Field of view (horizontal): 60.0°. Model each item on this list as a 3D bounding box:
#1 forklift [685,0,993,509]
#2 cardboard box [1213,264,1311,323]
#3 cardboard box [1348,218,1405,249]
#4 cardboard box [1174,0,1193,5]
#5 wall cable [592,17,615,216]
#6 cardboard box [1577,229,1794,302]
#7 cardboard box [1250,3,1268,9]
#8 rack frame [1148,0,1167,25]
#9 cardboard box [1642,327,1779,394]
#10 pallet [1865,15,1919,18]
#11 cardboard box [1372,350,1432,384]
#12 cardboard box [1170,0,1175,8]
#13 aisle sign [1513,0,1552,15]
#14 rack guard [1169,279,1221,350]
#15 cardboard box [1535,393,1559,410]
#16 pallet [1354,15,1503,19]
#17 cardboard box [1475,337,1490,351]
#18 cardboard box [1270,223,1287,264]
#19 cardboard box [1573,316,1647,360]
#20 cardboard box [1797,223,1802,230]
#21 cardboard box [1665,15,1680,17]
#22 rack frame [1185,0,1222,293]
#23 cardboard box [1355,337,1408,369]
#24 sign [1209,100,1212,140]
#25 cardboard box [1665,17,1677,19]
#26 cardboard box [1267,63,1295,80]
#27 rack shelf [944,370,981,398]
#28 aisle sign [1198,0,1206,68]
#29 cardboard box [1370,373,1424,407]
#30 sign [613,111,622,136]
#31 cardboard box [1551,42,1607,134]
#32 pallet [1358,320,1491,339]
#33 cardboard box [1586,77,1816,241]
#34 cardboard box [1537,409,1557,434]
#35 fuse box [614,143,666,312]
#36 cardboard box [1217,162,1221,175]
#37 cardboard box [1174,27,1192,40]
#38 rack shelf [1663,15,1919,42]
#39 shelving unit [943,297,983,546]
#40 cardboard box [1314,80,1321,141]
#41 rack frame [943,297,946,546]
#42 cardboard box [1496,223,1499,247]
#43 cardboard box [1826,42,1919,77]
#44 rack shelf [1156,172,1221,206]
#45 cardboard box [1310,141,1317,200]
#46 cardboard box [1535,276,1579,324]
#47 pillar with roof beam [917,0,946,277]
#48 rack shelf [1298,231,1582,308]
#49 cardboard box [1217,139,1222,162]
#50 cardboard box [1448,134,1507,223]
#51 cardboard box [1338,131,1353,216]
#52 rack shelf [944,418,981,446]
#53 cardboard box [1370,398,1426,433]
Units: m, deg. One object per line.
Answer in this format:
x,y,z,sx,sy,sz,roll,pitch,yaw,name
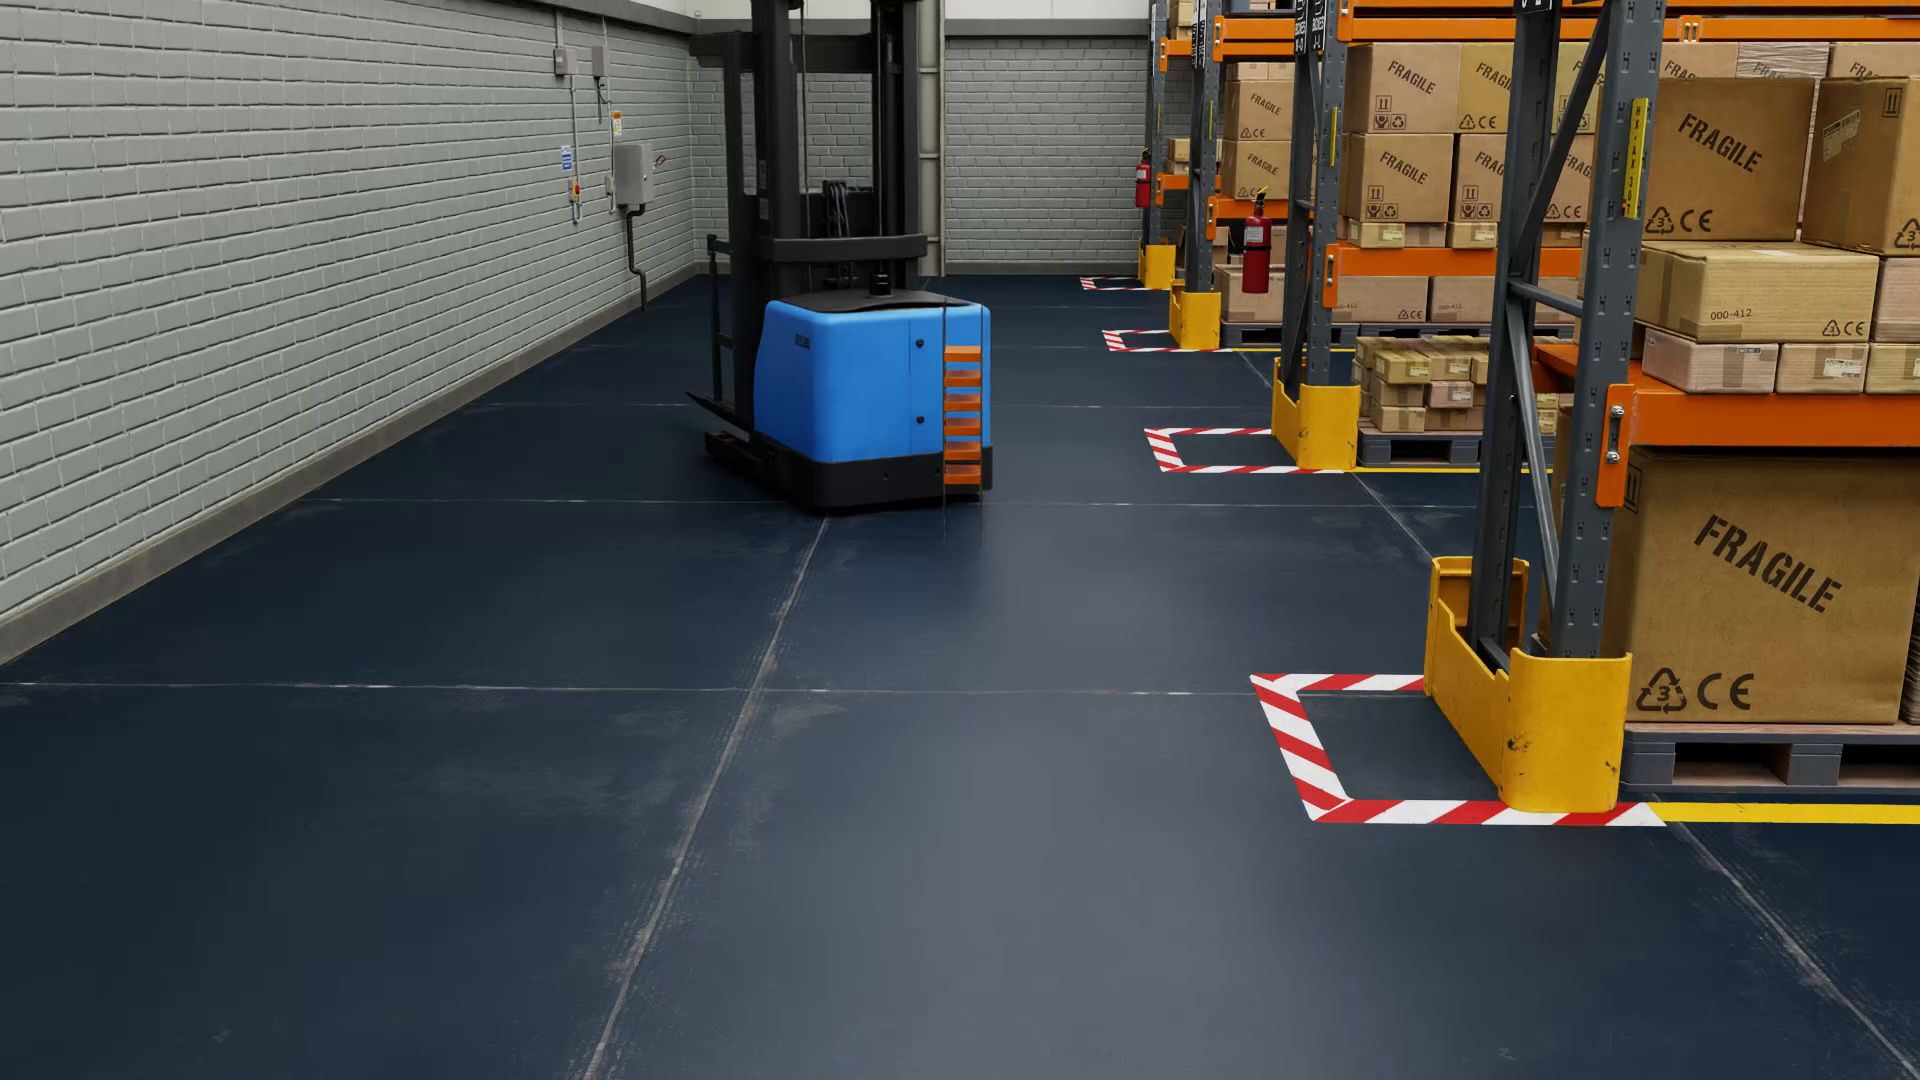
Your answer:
-0.915,-1.913,9.844,1.130,2.935,3.031,-7,16,-25,forklift
2.828,-2.268,15.255,0.875,0.438,0.875,0,15,0,cardboard box
2.456,-1.812,9.821,0.250,0.149,0.380,0,15,1,cardboard box
2.726,-6.245,18.980,0.500,0.250,0.500,0,15,1,cardboard box
-3.447,-4.166,16.259,0.122,1.984,0.588,0,15,1,wall cable
2.404,-0.891,5.548,0.500,0.250,0.500,0,15,1,cardboard box
3.234,-5.999,19.030,0.500,0.250,0.500,1,15,2,cardboard box
2.289,-7.449,18.934,0.127,3.000,1.000,0,15,1,rack frame
2.259,-0.547,5.026,0.250,0.149,0.380,1,15,2,cardboard box
8.400,-4.586,14.334,1.213,0.211,1.003,1,15,4,pallet
2.656,-1.041,10.007,0.250,0.149,0.380,0,15,-1,cardboard box
2.740,-6.380,19.492,0.500,0.250,0.500,0,15,0,cardboard box
1.849,-2.089,5.282,0.004,0.787,0.394,0,15,1,aisle sign
2.142,-2.074,15.220,0.348,0.500,1.175,0,15,1,rack guard
3.431,-0.894,10.032,0.250,0.149,0.380,1,15,3,cardboard box
4.131,-4.680,14.494,1.213,0.211,1.003,0,15,1,pallet
3.445,-1.189,10.567,0.250,0.149,0.380,0,15,-1,cardboard box
3.752,-3.499,19.799,0.500,0.500,0.700,1,15,4,cardboard box
2.277,-0.715,5.663,0.250,0.149,0.380,1,15,2,cardboard box
4.792,-1.807,9.801,0.250,0.149,0.380,0,15,-1,cardboard box
8.113,-5.996,18.778,0.250,0.149,0.380,1,15,3,cardboard box
2.166,-3.282,14.901,0.127,3.000,1.000,0,15,1,rack frame
2.676,-1.193,10.580,0.250,0.149,0.380,1,15,2,cardboard box
2.146,-3.598,14.244,0.005,0.325,0.100,0,15,1,sign
8.139,-6.122,19.256,0.250,0.149,0.380,0,15,2,cardboard box
2.778,-4.071,14.464,0.250,0.149,0.380,1,15,3,cardboard box
0.014,-0.769,8.137,0.180,0.103,0.258,0,15,1,rack shelf
2.087,-4.466,14.291,0.004,0.787,0.394,0,15,1,aisle sign
2.658,-0.919,10.125,0.250,0.149,0.380,1,15,4,cardboard box
-3.480,-4.234,16.891,0.001,0.242,0.339,0,15,1,sign
3.607,-2.614,9.627,0.500,0.500,0.500,0,15,0,cardboard box
4.184,-1.940,15.280,1.213,0.211,1.003,0,15,1,pallet
2.407,-1.253,5.449,0.500,0.500,0.500,1,15,2,cardboard box
3.421,-0.749,10.062,0.250,0.149,0.380,1,15,2,cardboard box
-3.272,-3.225,17.209,0.414,1.711,0.539,0,15,1,fuse box
3.130,-4.372,19.523,0.250,0.149,0.380,0,15,1,cardboard box
2.602,-5.816,19.116,0.250,0.149,0.380,1,15,3,cardboard box
8.164,-4.346,14.462,4.000,0.370,1.077,0,15,1,rack shelf
0.014,-0.580,8.187,0.189,1.200,0.258,0,15,1,shelving unit
3.155,-3.737,14.467,0.500,0.500,0.500,0,15,0,cardboard box
-0.077,-0.581,8.189,0.006,1.200,0.240,0,15,1,rack frame
3.242,-1.839,9.922,0.250,0.149,0.380,1,15,4,cardboard box
5.145,-2.605,9.595,0.500,0.500,0.500,0,15,0,cardboard box
4.288,-4.187,19.741,4.000,0.370,1.077,0,15,1,rack shelf
3.145,-3.258,14.613,0.500,0.500,0.500,0,15,1,cardboard box
5.540,-2.252,15.195,0.875,0.438,0.875,0,15,1,cardboard box
-0.493,-6.598,15.710,0.400,9.000,9.100,0,15,1,pillar with roof beam
4.140,-1.658,10.156,4.000,0.370,1.077,0,15,1,rack shelf
3.240,-4.545,19.396,0.500,0.250,0.500,1,15,2,cardboard box
3.118,-2.141,9.796,0.500,0.500,0.500,0,15,2,cardboard box
2.596,-2.274,10.301,0.500,0.500,0.500,1,15,3,cardboard box
0.014,-0.537,8.198,0.180,0.103,0.258,0,15,1,rack shelf
2.656,-0.759,10.101,0.250,0.149,0.380,1,15,3,cardboard box
